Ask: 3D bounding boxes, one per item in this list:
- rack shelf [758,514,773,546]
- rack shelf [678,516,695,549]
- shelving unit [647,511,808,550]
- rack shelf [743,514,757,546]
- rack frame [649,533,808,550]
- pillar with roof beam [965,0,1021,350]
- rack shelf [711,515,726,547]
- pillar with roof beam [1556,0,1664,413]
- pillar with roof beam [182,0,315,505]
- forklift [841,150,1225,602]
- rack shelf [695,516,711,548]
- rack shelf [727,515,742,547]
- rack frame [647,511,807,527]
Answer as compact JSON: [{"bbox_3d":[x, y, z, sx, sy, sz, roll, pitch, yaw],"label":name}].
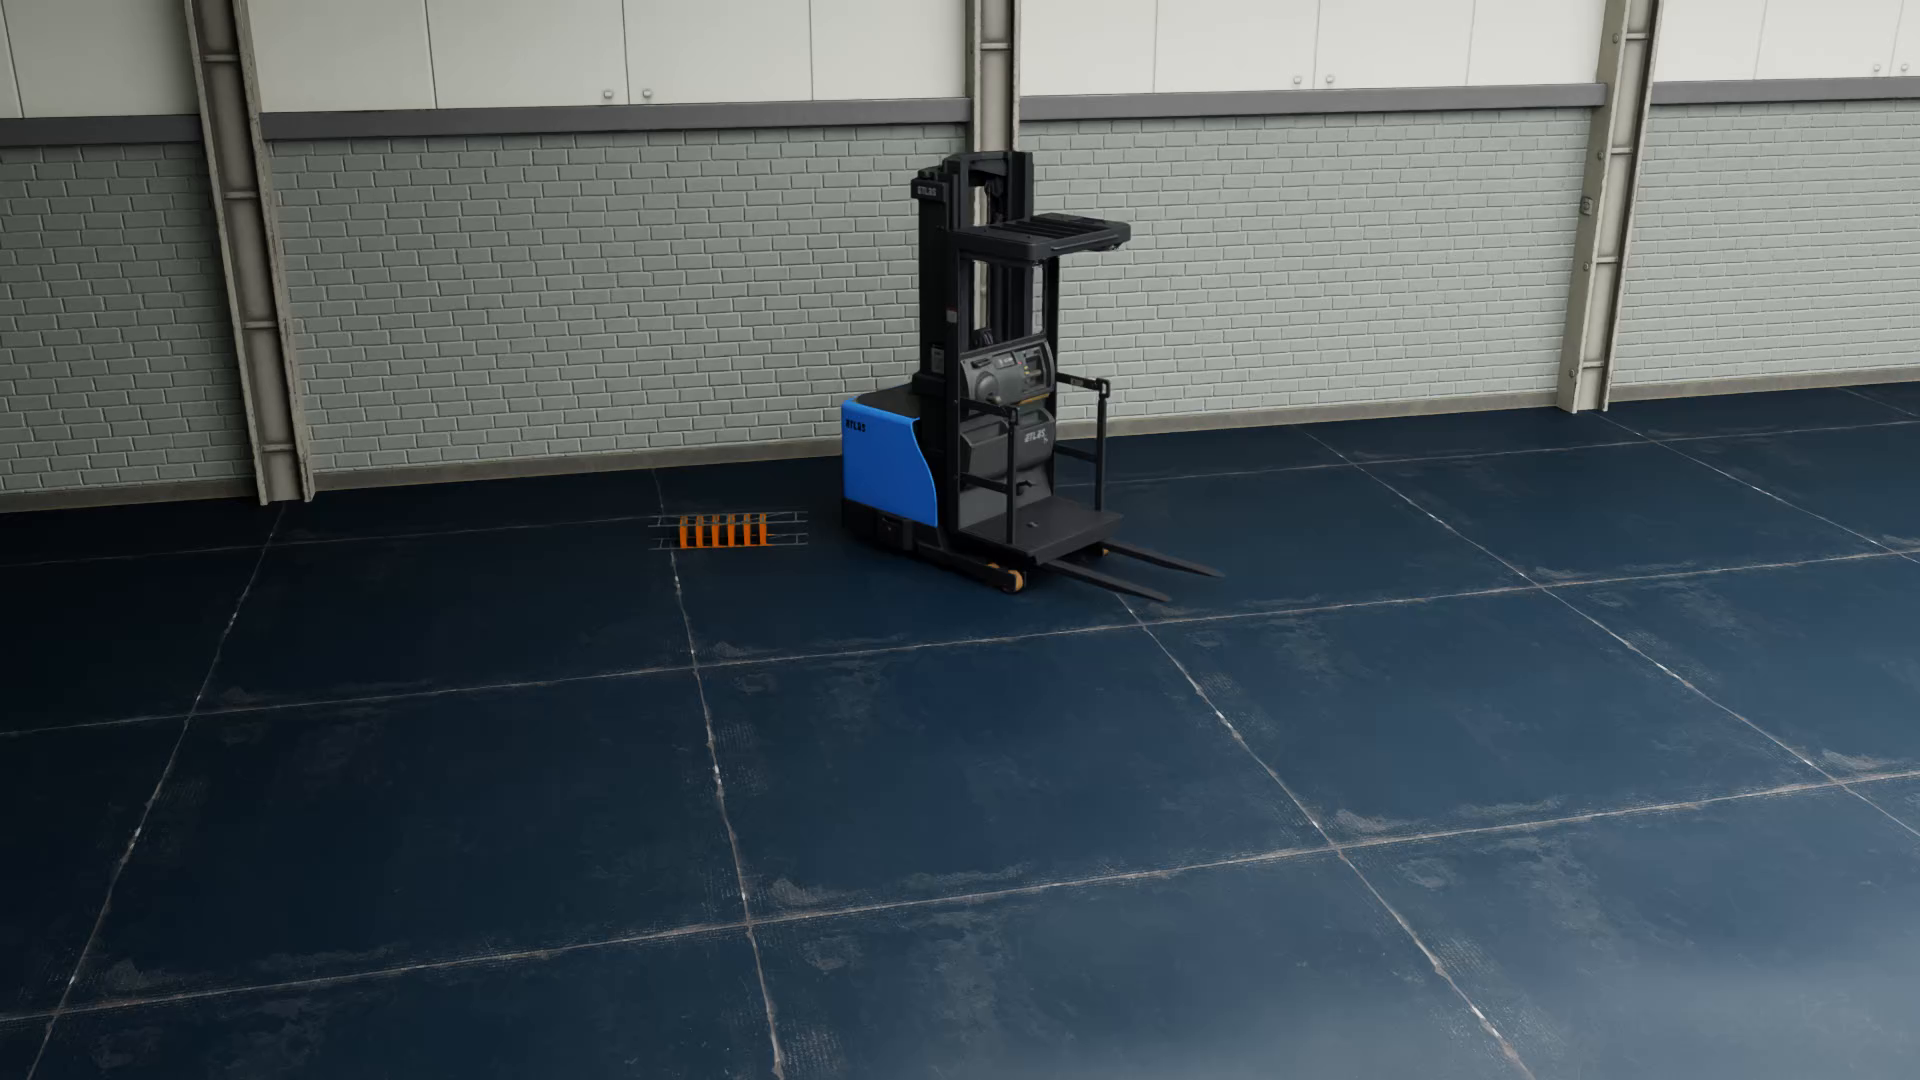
[{"bbox_3d":[-1.490,-0.084,12.763,0.103,0.180,0.258,-2,20,-5],"label":"rack shelf"},{"bbox_3d":[-2.087,-0.064,12.708,0.103,0.180,0.258,-2,20,-5],"label":"rack shelf"},{"bbox_3d":[-1.773,-0.075,12.737,1.200,0.189,0.258,-2,20,-5],"label":"shelving unit"},{"bbox_3d":[-1.609,-0.080,12.752,0.103,0.180,0.258,-2,20,-5],"label":"rack shelf"},{"bbox_3d":[-1.773,0.011,12.768,1.200,0.006,0.240,-2,20,-5],"label":"rack frame"},{"bbox_3d":[1.263,-3.611,9.590,0.400,9.000,9.100,-5,21,-12],"label":"pillar with roof beam"},{"bbox_3d":[-1.848,-0.072,12.730,0.103,0.180,0.258,-2,20,-5],"label":"rack shelf"},{"bbox_3d":[7.102,-4.086,10.886,0.400,9.000,9.100,-5,21,-12],"label":"pillar with roof beam"},{"bbox_3d":[-4.576,-3.136,8.293,0.400,9.000,9.100,-5,21,-12],"label":"pillar with roof beam"},{"bbox_3d":[0.503,-1.200,11.829,3.031,2.935,1.130,18,27,40],"label":"forklift"},{"bbox_3d":[-1.968,-0.068,12.719,0.103,0.180,0.258,-2,20,-5],"label":"rack shelf"},{"bbox_3d":[-1.729,-0.076,12.741,0.103,0.180,0.258,-2,20,-5],"label":"rack shelf"},{"bbox_3d":[-1.773,-0.161,12.705,1.200,0.006,0.240,-2,20,-5],"label":"rack frame"}]
